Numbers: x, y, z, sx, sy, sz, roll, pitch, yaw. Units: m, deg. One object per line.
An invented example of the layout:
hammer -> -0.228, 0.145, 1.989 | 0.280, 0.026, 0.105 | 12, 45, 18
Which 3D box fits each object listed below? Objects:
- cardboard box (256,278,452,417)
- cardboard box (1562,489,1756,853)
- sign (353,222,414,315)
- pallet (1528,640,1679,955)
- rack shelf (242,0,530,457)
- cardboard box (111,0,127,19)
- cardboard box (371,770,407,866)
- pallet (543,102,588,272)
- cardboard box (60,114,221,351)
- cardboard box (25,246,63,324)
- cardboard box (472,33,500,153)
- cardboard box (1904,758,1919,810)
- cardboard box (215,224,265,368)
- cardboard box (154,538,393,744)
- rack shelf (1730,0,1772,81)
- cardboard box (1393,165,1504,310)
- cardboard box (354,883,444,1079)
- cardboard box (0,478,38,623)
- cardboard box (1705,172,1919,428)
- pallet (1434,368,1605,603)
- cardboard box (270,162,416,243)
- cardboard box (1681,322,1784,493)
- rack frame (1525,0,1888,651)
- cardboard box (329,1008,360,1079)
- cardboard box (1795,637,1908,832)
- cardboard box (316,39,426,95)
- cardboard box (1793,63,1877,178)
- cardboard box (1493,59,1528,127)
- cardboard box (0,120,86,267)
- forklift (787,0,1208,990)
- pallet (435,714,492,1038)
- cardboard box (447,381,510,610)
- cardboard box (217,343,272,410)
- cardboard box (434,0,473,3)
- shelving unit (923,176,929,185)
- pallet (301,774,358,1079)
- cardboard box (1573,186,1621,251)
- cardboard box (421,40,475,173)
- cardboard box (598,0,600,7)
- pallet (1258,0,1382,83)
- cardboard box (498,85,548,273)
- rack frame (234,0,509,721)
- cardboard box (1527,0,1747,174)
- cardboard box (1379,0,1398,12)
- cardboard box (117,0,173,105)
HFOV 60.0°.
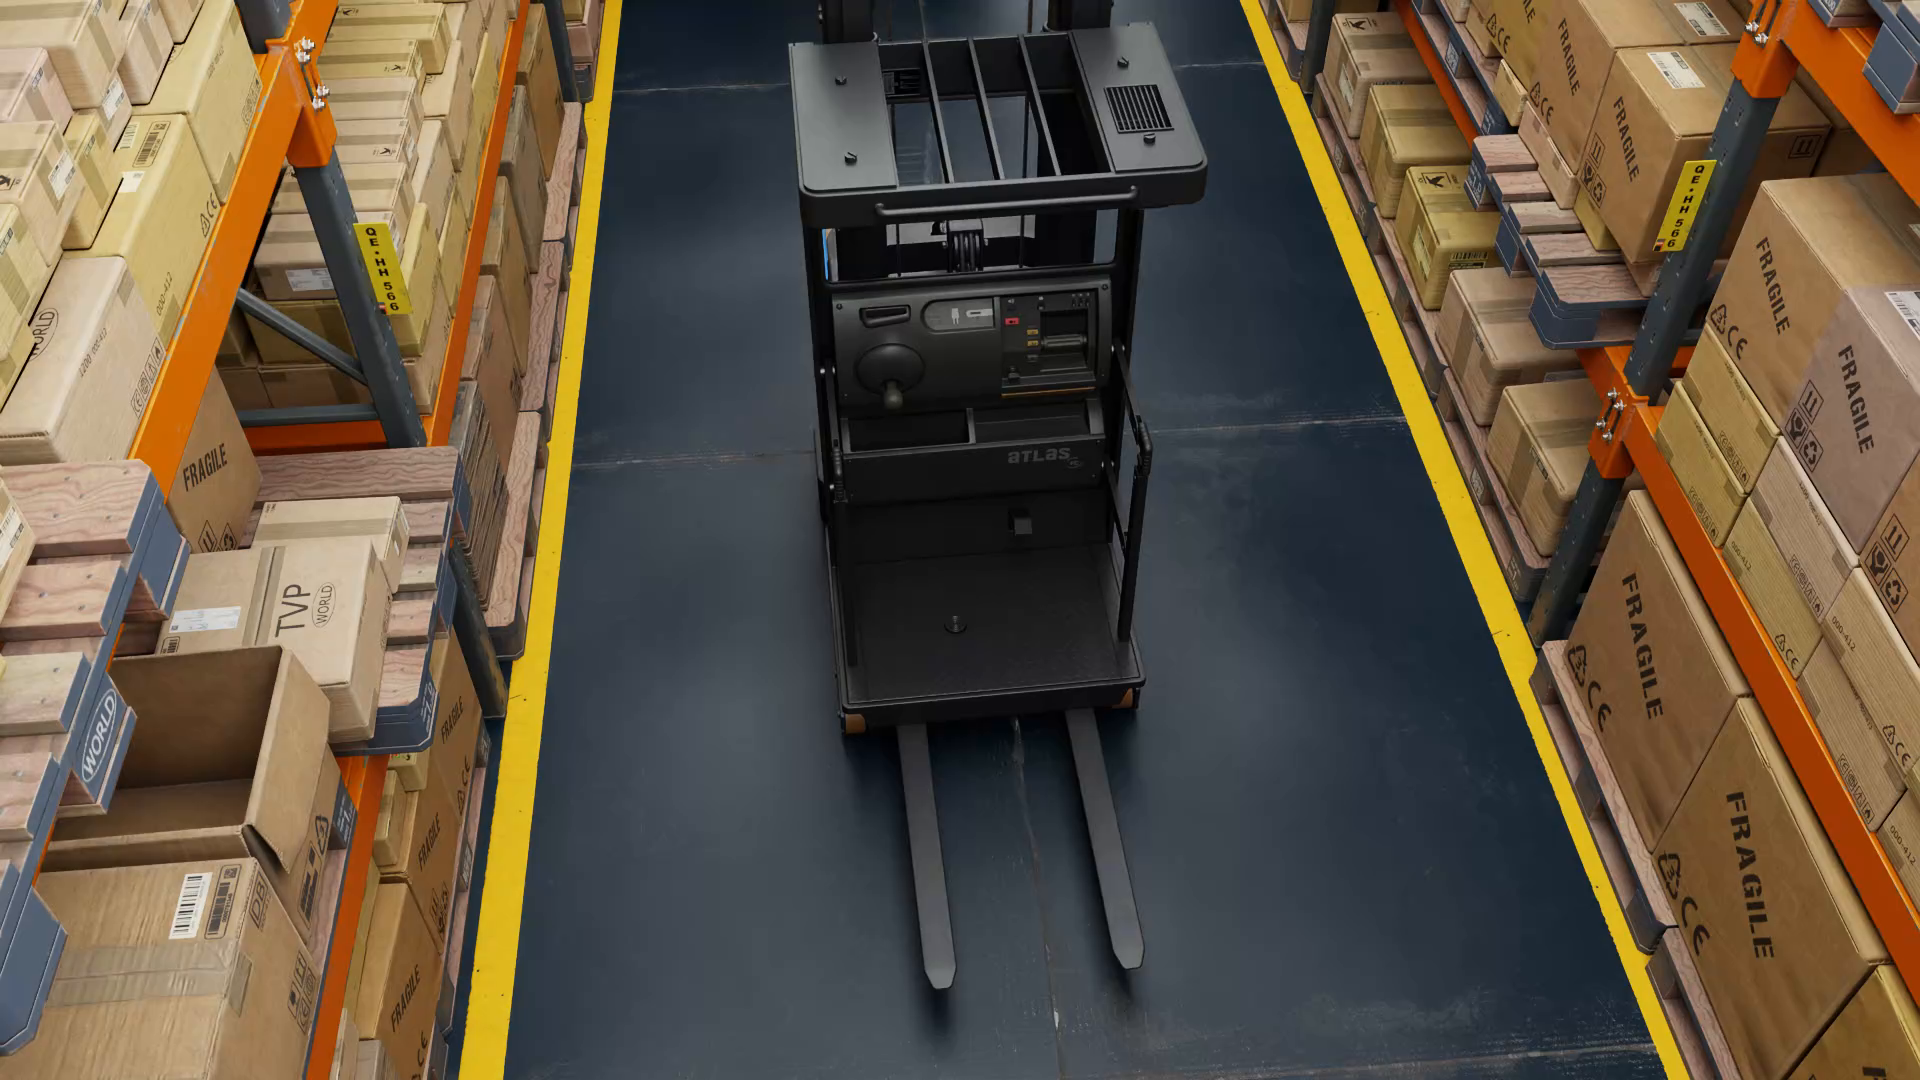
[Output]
cardboard box -> -2.005, -0.657, 5.546 | 0.500, 0.250, 0.500 | -3, 47, -3
cardboard box -> 2.709, 0.414, 5.602 | 0.875, 0.875, 0.875 | -4, 47, -4
sign -> -1.672, -0.783, 4.819 | 0.100, 0.325, 0.005 | -3, 47, -3
pallet -> 2.725, 0.857, 5.929 | 1.003, 0.211, 1.213 | -3, 47, -3
rack shelf -> -2.379, -1.572, 6.805 | 1.077, 0.370, 4.000 | -3, 47, -3
cardboard box -> -1.972, -1.164, 3.481 | 0.380, 0.149, 0.250 | -5, 47, -5
cardboard box -> -1.886, 0.850, 5.001 | 0.380, 0.149, 0.250 | -5, 47, -5
pallet -> -2.446, -1.777, 8.424 | 1.003, 0.211, 1.213 | -3, 47, -3
cardboard box -> -1.884, -0.632, 3.457 | 0.500, 0.250, 0.500 | -3, 47, -3
cardboard box -> -1.908, -0.507, 3.063 | 0.380, 0.149, 0.250 | -3, 47, -3
cardboard box -> -2.134, -1.769, 6.599 | 0.500, 0.250, 0.500 | -2, 47, -2
cardboard box -> 2.631, 0.688, 3.928 | 0.500, 0.250, 0.500 | -3, 47, -3
cardboard box -> -2.526, -0.801, 5.338 | 0.500, 0.250, 0.500 | -3, 47, -2
cardboard box -> -1.801, 0.278, 4.371 | 0.500, 0.250, 0.500 | -5, 47, -5
rack shelf -> 2.567, -2.908, 6.004 | 1.077, 0.370, 4.000 | -3, 47, -3
cardboard box -> 2.569, -1.409, 7.676 | 0.950, 0.372, 0.625 | -2, 47, -2
cardboard box -> -1.884, 1.377, 4.949 | 0.500, 0.500, 0.500 | -2, 47, -2
cardboard box -> -1.660, 0.047, 2.525 | 0.380, 0.149, 0.250 | -3, 47, -2
cardboard box -> 2.532, -0.683, 4.710 | 0.500, 0.500, 0.500 | -5, 47, -5
pallet -> 2.670, -0.283, 7.010 | 1.003, 0.211, 1.213 | -3, 47, -3
cardboard box -> -1.969, -1.071, 5.320 | 0.380, 0.149, 0.250 | -3, 47, -2
cardboard box -> 2.530, -0.416, 4.973 | 0.500, 0.250, 0.500 | -4, 47, -4
rack frame -> 2.734, -0.677, 5.462 | 1.000, 3.000, 0.127 | -3, 47, -3
cardboard box -> -1.835, 1.423, 4.459 | 0.380, 0.149, 0.250 | -6, 47, -5
cardboard box -> 2.623, 0.494, 4.456 | 0.500, 0.250, 0.500 | -2, 47, -2
cardboard box -> -2.101, -1.624, 5.843 | 0.380, 0.149, 0.250 | -3, 47, -3
cardboard box -> 2.927, -1.298, 5.486 | 0.500, 0.500, 0.500 | -5, 47, -4
cardboard box -> 2.262, -1.708, 6.322 | 0.380, 0.149, 0.250 | -3, 47, -3
cardboard box -> -1.803, -0.605, 2.951 | 0.380, 0.149, 0.250 | -4, 47, -4
forklift -> 0.072, -0.559, 5.397 | 1.130, 2.935, 3.031 | -5, 47, -5
pallet -> -2.187, 1.129, 5.672 | 1.003, 0.211, 1.213 | -3, 47, -3
cardboard box -> -2.250, -0.152, 6.311 | 0.875, 0.625, 0.625 | -2, 47, -2
cardboard box -> -2.504, -0.631, 5.521 | 0.500, 0.250, 0.500 | -4, 47, -4
cardboard box -> -2.061, -2.180, 6.370 | 0.380, 0.149, 0.250 | -5, 47, -4
shelving unit -> -0.209, -1.319, 8.003 | 0.258, 0.189, 1.200 | -5, 47, -5
pallet -> -2.044, 1.100, 3.911 | 1.003, 0.211, 1.213 | -3, 47, -3
cardboard box -> 2.378, -1.147, 5.791 | 0.380, 0.149, 0.250 | -3, 47, -3
cardboard box -> -2.072, -1.571, 6.067 | 0.500, 0.250, 0.500 | -5, 47, -4
cardboard box -> -2.315, -3.202, 9.458 | 0.500, 0.250, 0.500 | -4, 47, -4
pallet -> 2.308, -3.096, 9.673 | 1.003, 0.211, 1.213 | -3, 47, -3
cardboard box -> -2.434, -1.656, 7.735 | 0.875, 0.625, 0.625 | -4, 47, -4
rack frame -> -2.212, -0.372, 5.173 | 1.000, 3.000, 0.127 | -3, 47, -3
cardboard box -> 2.365, -1.643, 5.814 | 0.500, 0.500, 0.500 | -4, 47, -4
cardboard box -> 2.619, -3.213, 9.468 | 0.500, 0.250, 0.500 | -5, 47, -5
cardboard box -> -1.940, -1.059, 3.586 | 0.380, 0.149, 0.250 | -4, 47, -4
